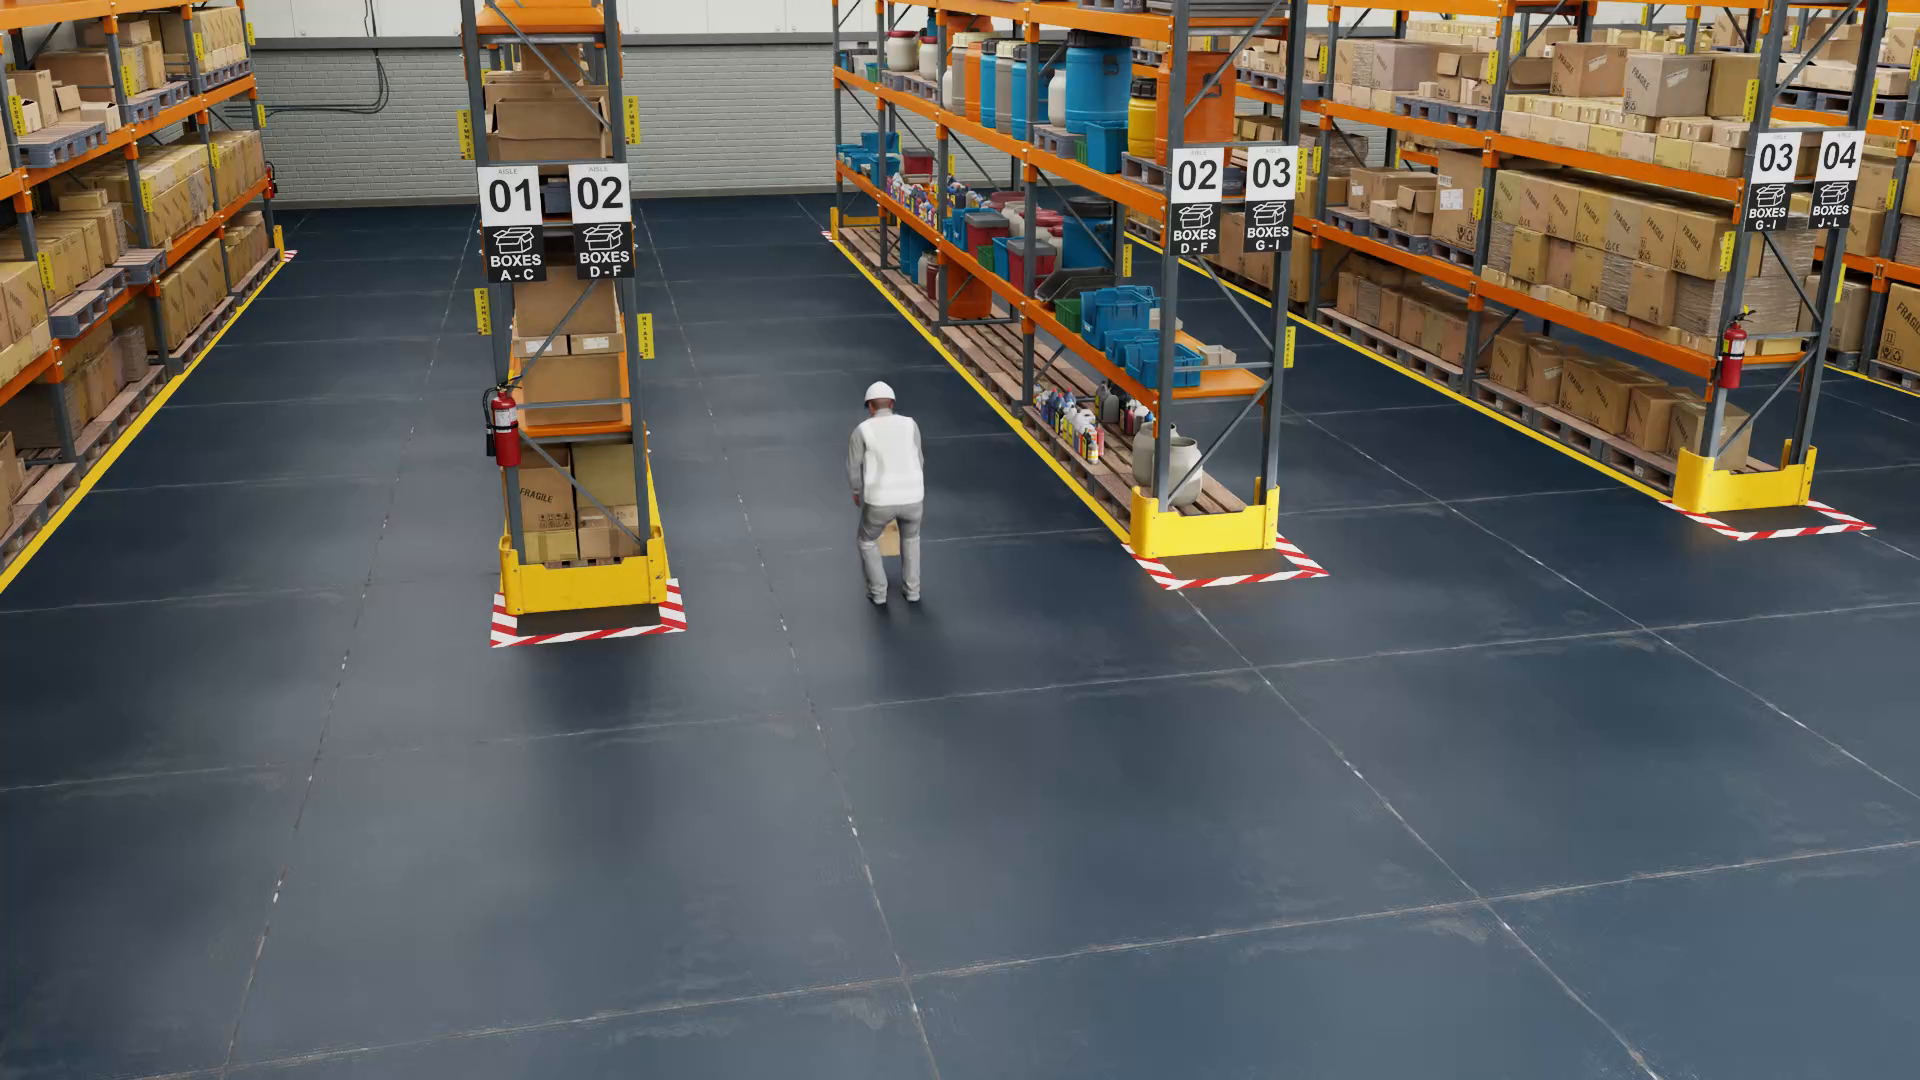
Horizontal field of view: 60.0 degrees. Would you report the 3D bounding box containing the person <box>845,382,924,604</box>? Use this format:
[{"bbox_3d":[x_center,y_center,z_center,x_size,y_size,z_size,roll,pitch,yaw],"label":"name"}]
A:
[{"bbox_3d":[-0.544,-0.336,12.244,0.583,1.607,0.627,-4,20,-12],"label":"person"}]
